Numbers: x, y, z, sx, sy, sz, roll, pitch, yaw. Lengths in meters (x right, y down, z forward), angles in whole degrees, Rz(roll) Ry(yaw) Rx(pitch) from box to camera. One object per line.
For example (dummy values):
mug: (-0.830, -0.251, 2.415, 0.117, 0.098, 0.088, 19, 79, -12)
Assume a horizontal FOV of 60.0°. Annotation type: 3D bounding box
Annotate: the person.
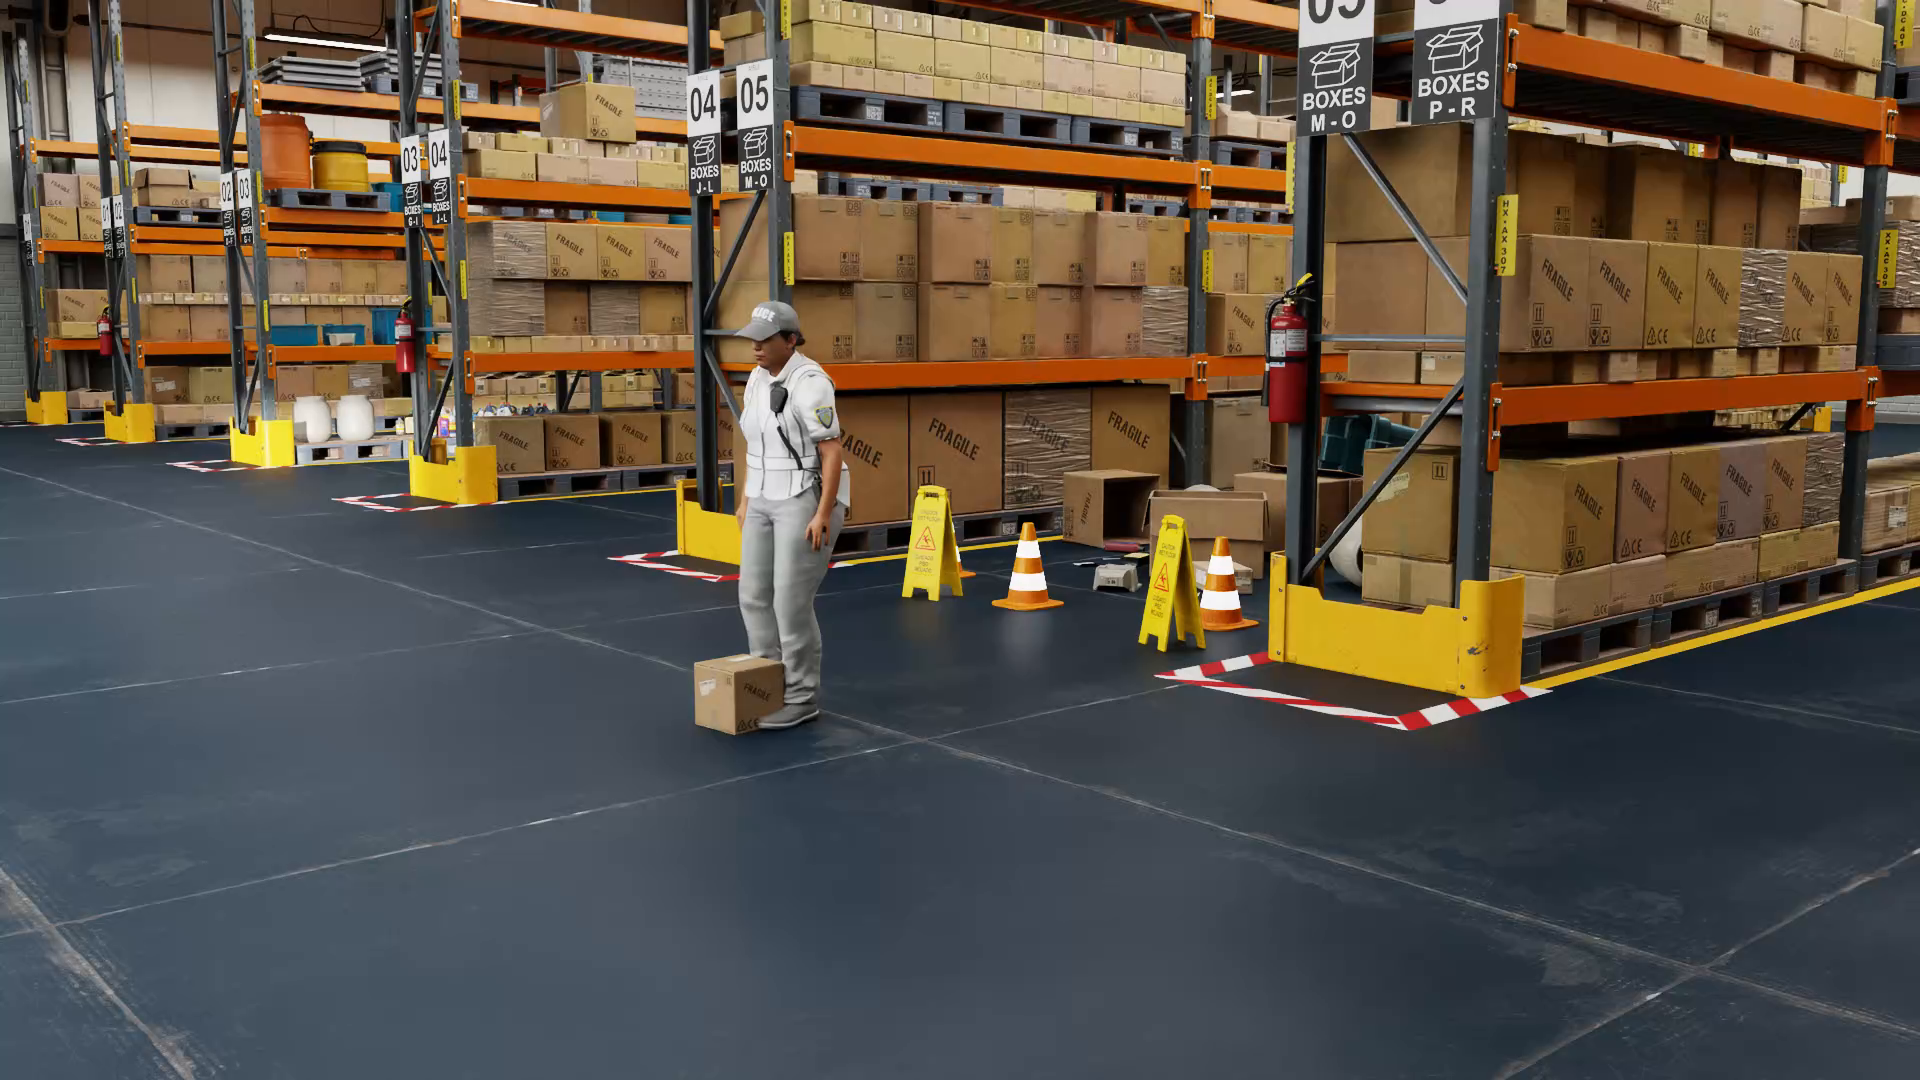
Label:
person: (-0.707, -0.112, 6.616, 0.470, 1.665, 0.563, -7, 11, -44)
